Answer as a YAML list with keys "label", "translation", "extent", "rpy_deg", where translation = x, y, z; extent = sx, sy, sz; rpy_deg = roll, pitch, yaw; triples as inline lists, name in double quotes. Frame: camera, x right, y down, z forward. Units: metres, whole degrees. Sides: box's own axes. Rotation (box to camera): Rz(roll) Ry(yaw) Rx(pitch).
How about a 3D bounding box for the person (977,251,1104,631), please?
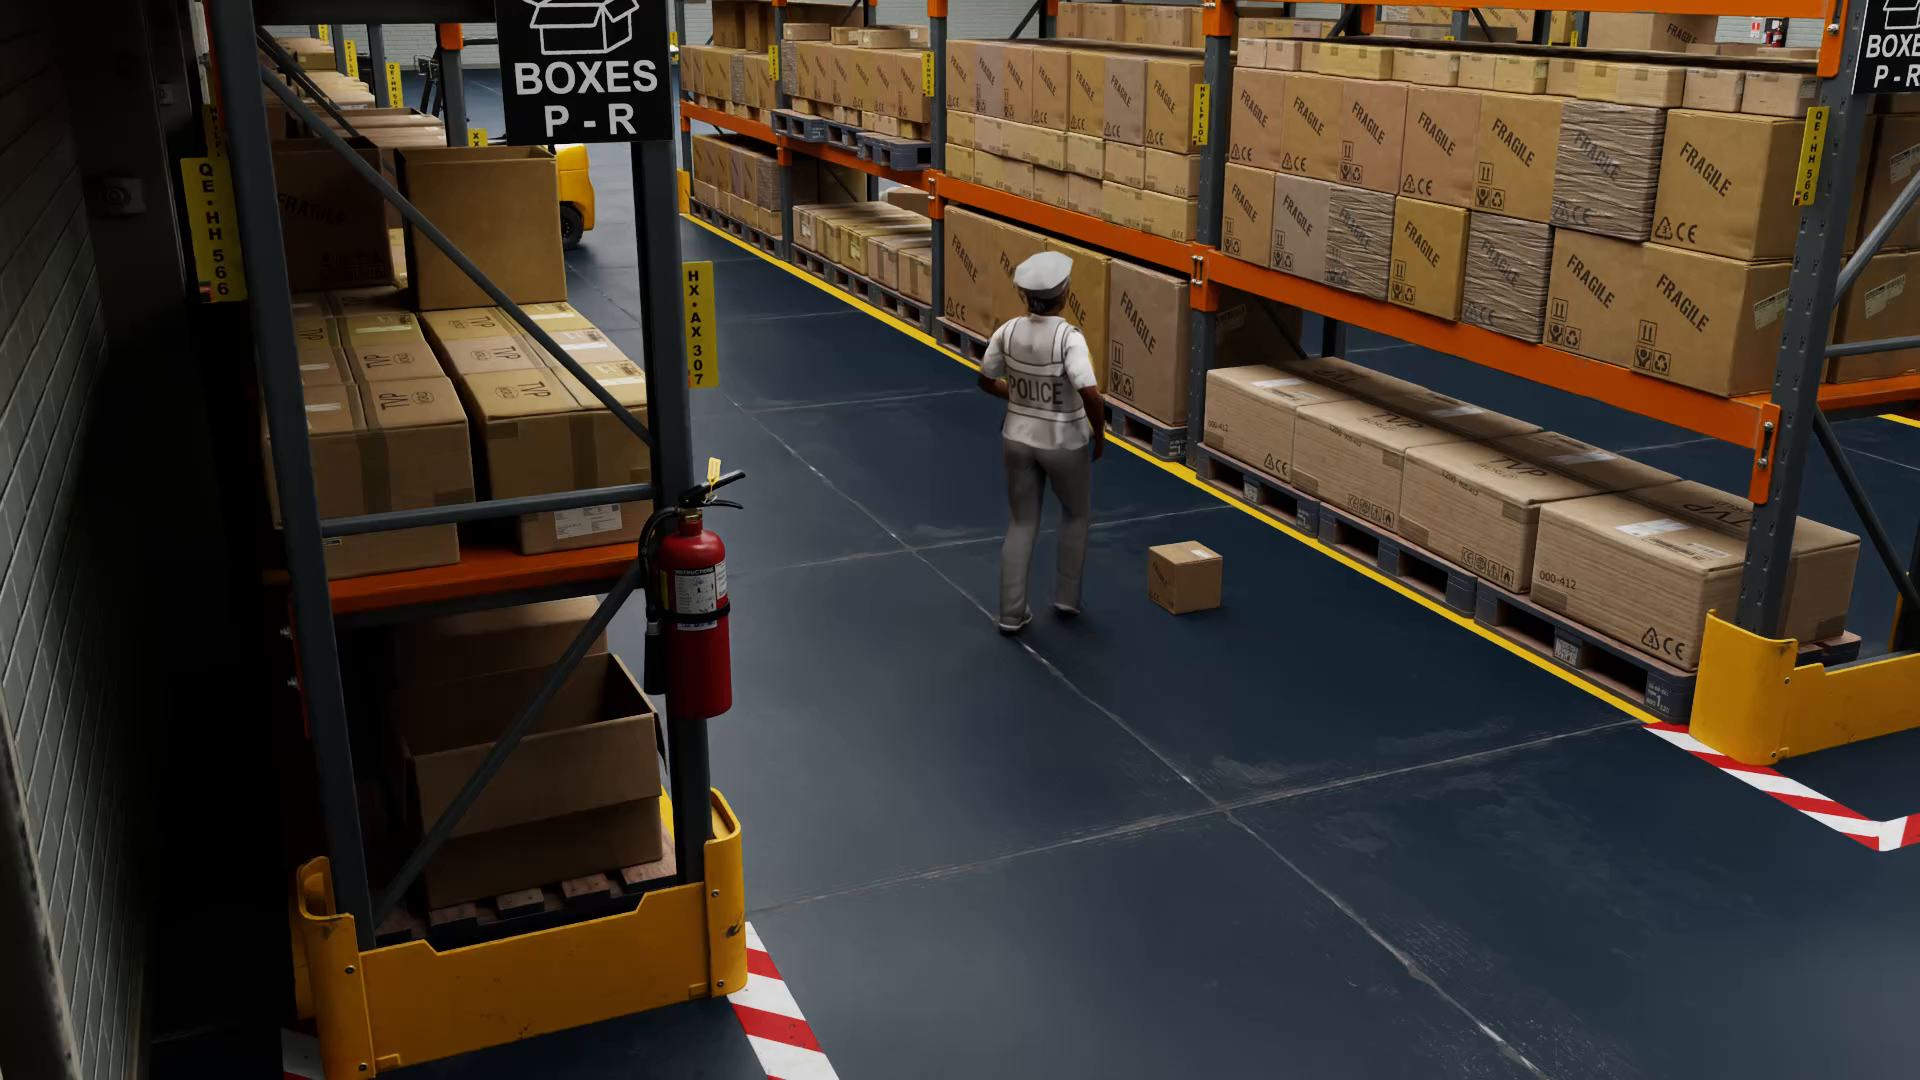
- label: "person"
  translation: [0.419, -0.407, 7.296]
  extent: [0.635, 1.745, 0.577]
  rpy_deg: [10, 21, 26]
